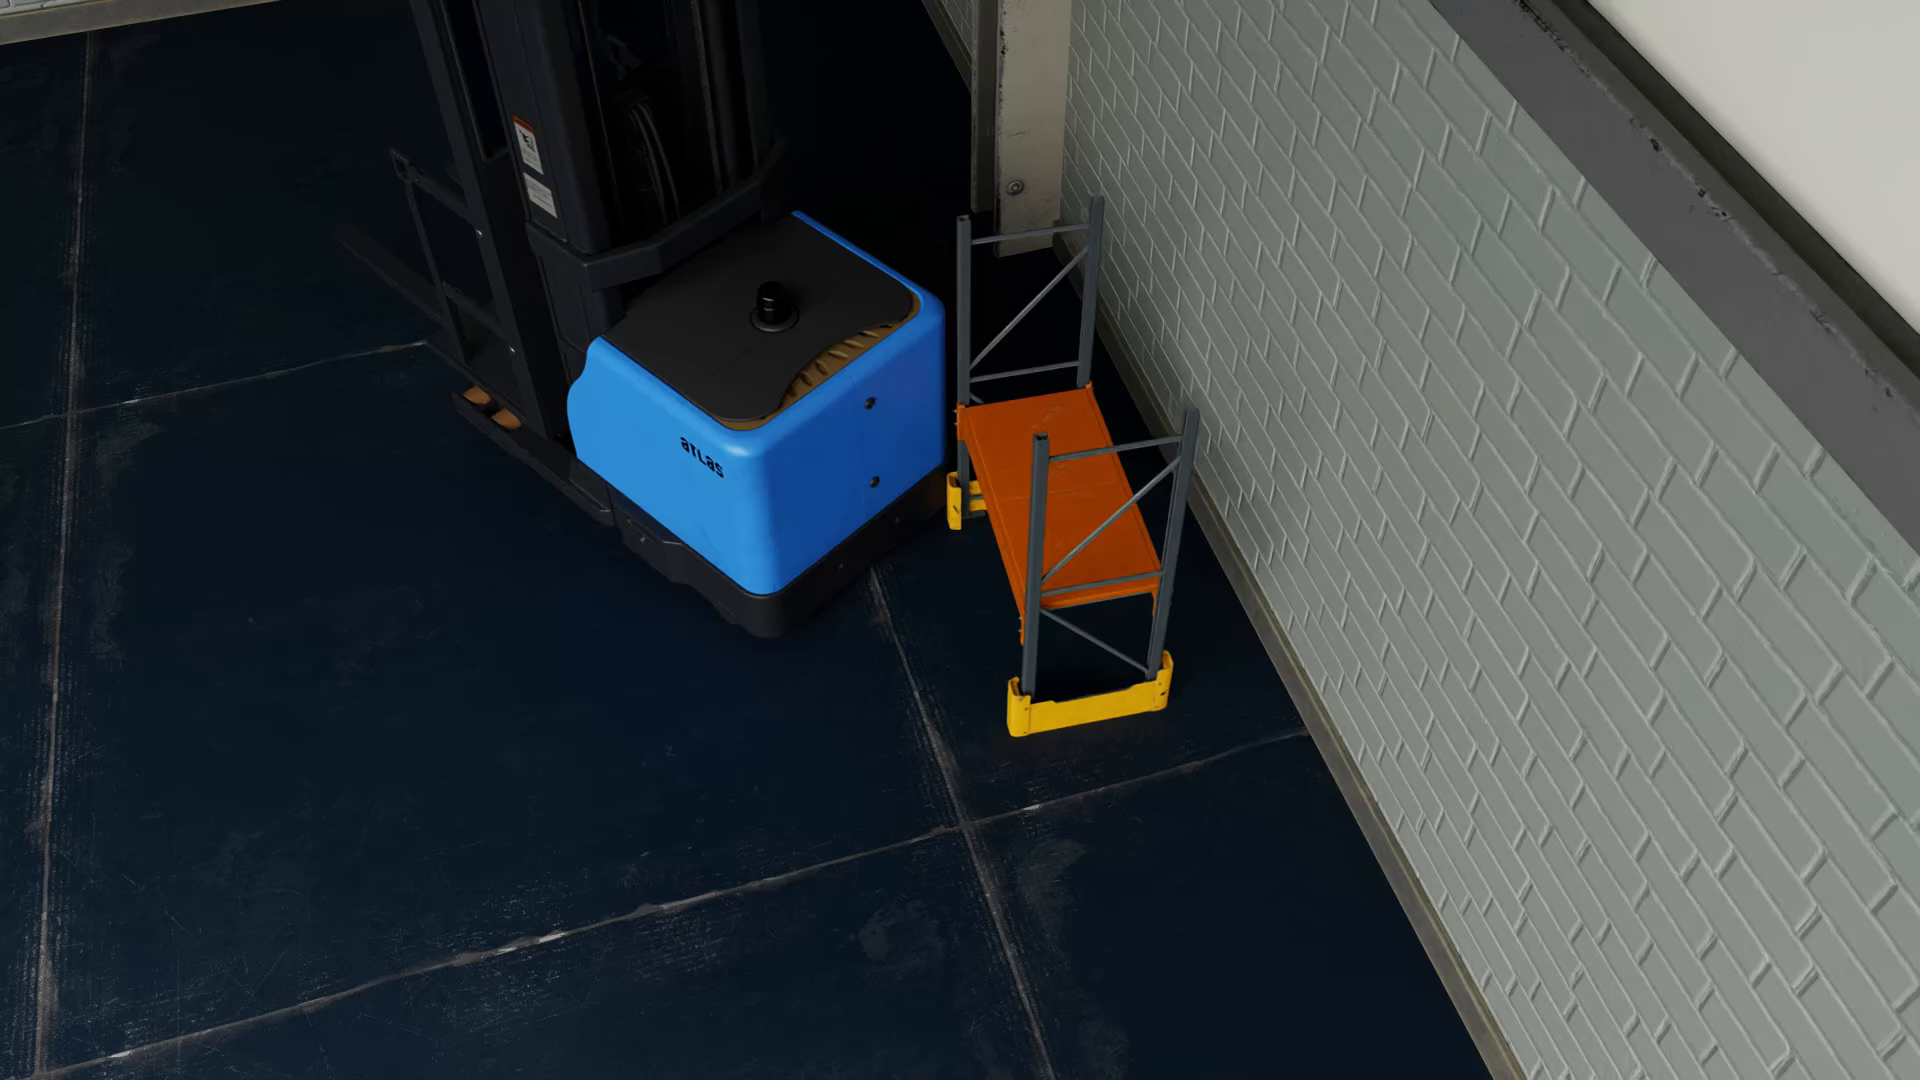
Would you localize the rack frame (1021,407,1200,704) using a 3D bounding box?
[{"bbox_3d":[0.460,0.145,5.437,0.500,1.500,0.032,-10,51,-8],"label":"rack frame"}]

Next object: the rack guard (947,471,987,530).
[{"bbox_3d":[0.240,-0.196,6.541,0.587,0.250,0.087,-10,51,-8],"label":"rack guard"}]

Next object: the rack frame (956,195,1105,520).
[{"bbox_3d":[0.235,-0.613,6.076,0.500,1.500,0.032,-10,51,-8],"label":"rack frame"}]

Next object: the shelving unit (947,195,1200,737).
[{"bbox_3d":[0.350,-0.227,5.750,0.587,1.500,1.083,-10,51,-8],"label":"shelving unit"}]

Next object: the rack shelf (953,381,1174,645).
[{"bbox_3d":[0.348,-0.118,5.894,0.538,0.185,1.000,-10,51,-8],"label":"rack shelf"}]

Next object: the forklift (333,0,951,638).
[{"bbox_3d":[-1.458,-1.583,5.957,3.031,2.935,1.130,35,58,26],"label":"forklift"}]

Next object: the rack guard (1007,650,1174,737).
[{"bbox_3d":[0.460,0.547,5.915,0.587,0.250,0.087,-10,51,-8],"label":"rack guard"}]

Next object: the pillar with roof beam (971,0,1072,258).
[{"bbox_3d":[-3.858,-3.402,3.522,9.100,9.000,0.400,-13,51,-11],"label":"pillar with roof beam"}]
